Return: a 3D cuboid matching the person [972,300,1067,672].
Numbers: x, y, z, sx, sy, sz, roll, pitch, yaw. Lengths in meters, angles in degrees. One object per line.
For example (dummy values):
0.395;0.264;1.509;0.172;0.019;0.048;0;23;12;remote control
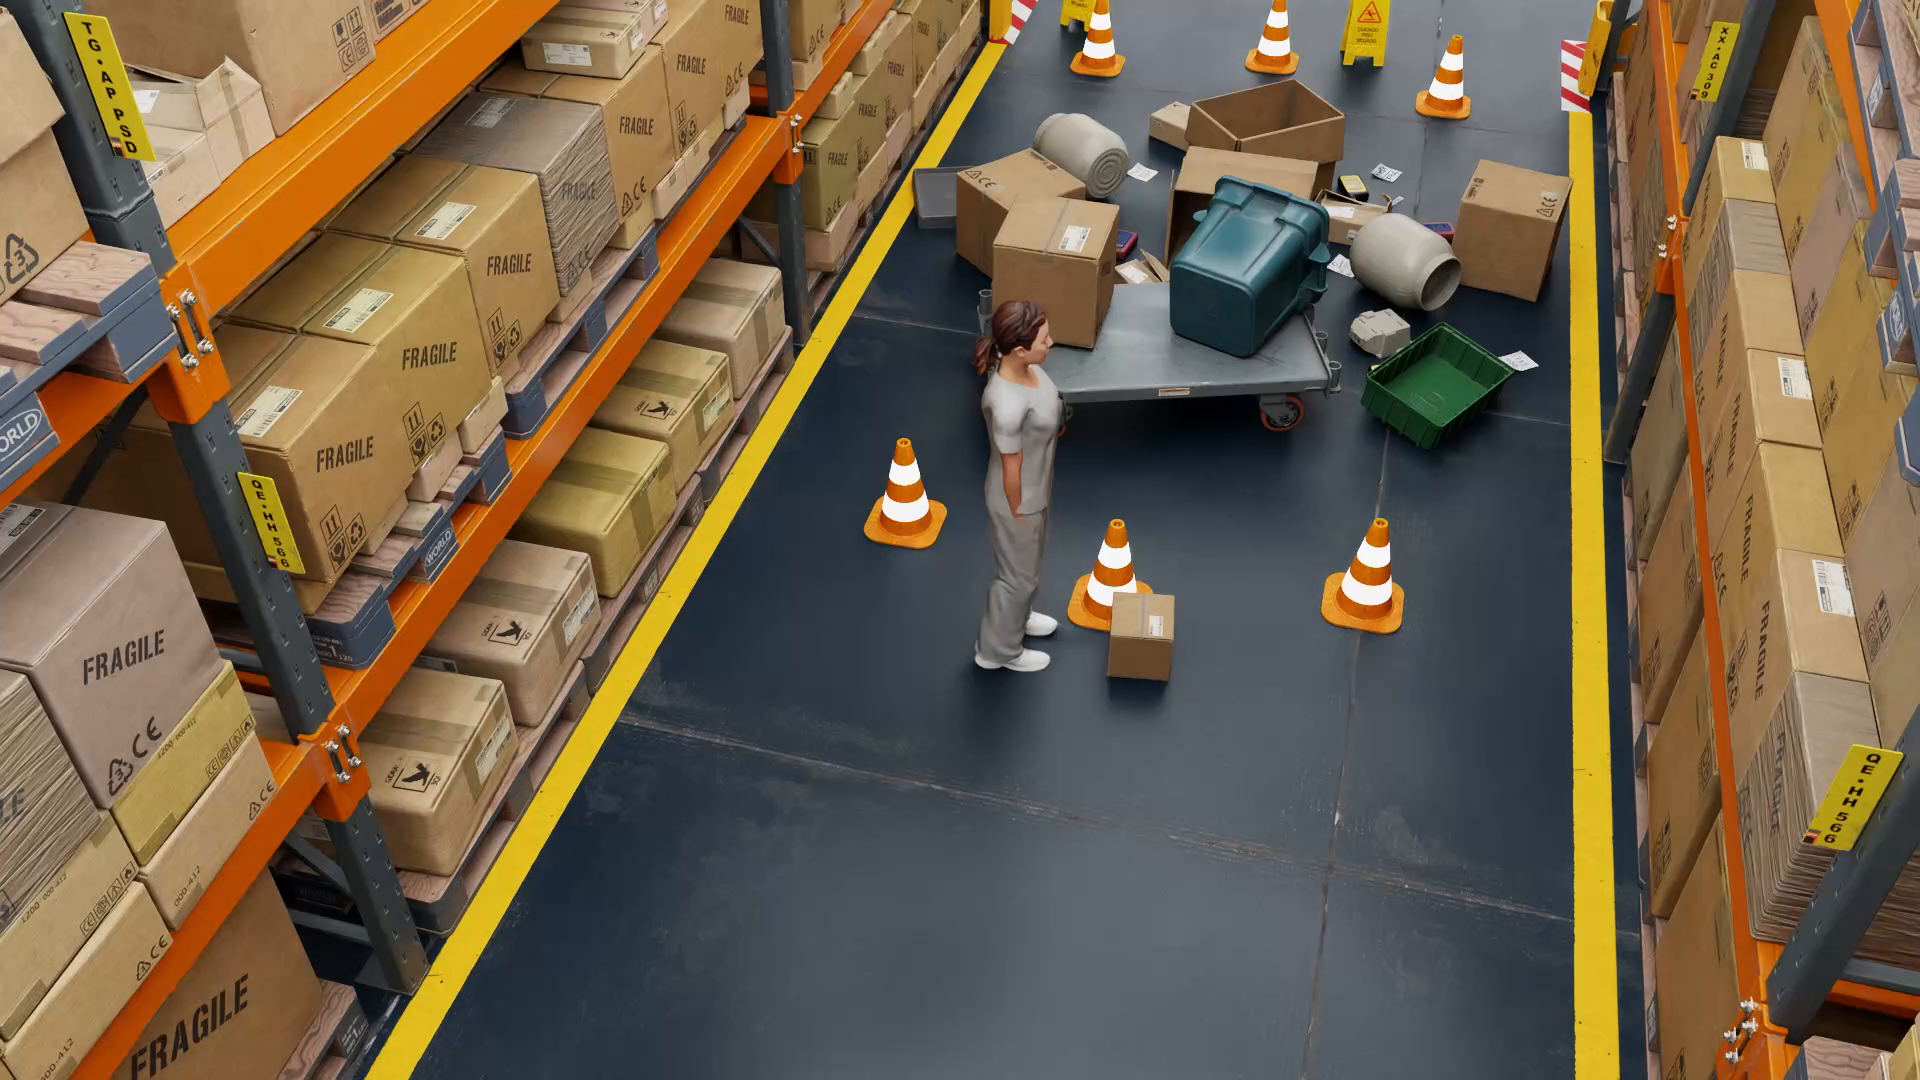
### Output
0.217;-0.200;6.397;0.362;1.674;0.437;5;41;6;person
